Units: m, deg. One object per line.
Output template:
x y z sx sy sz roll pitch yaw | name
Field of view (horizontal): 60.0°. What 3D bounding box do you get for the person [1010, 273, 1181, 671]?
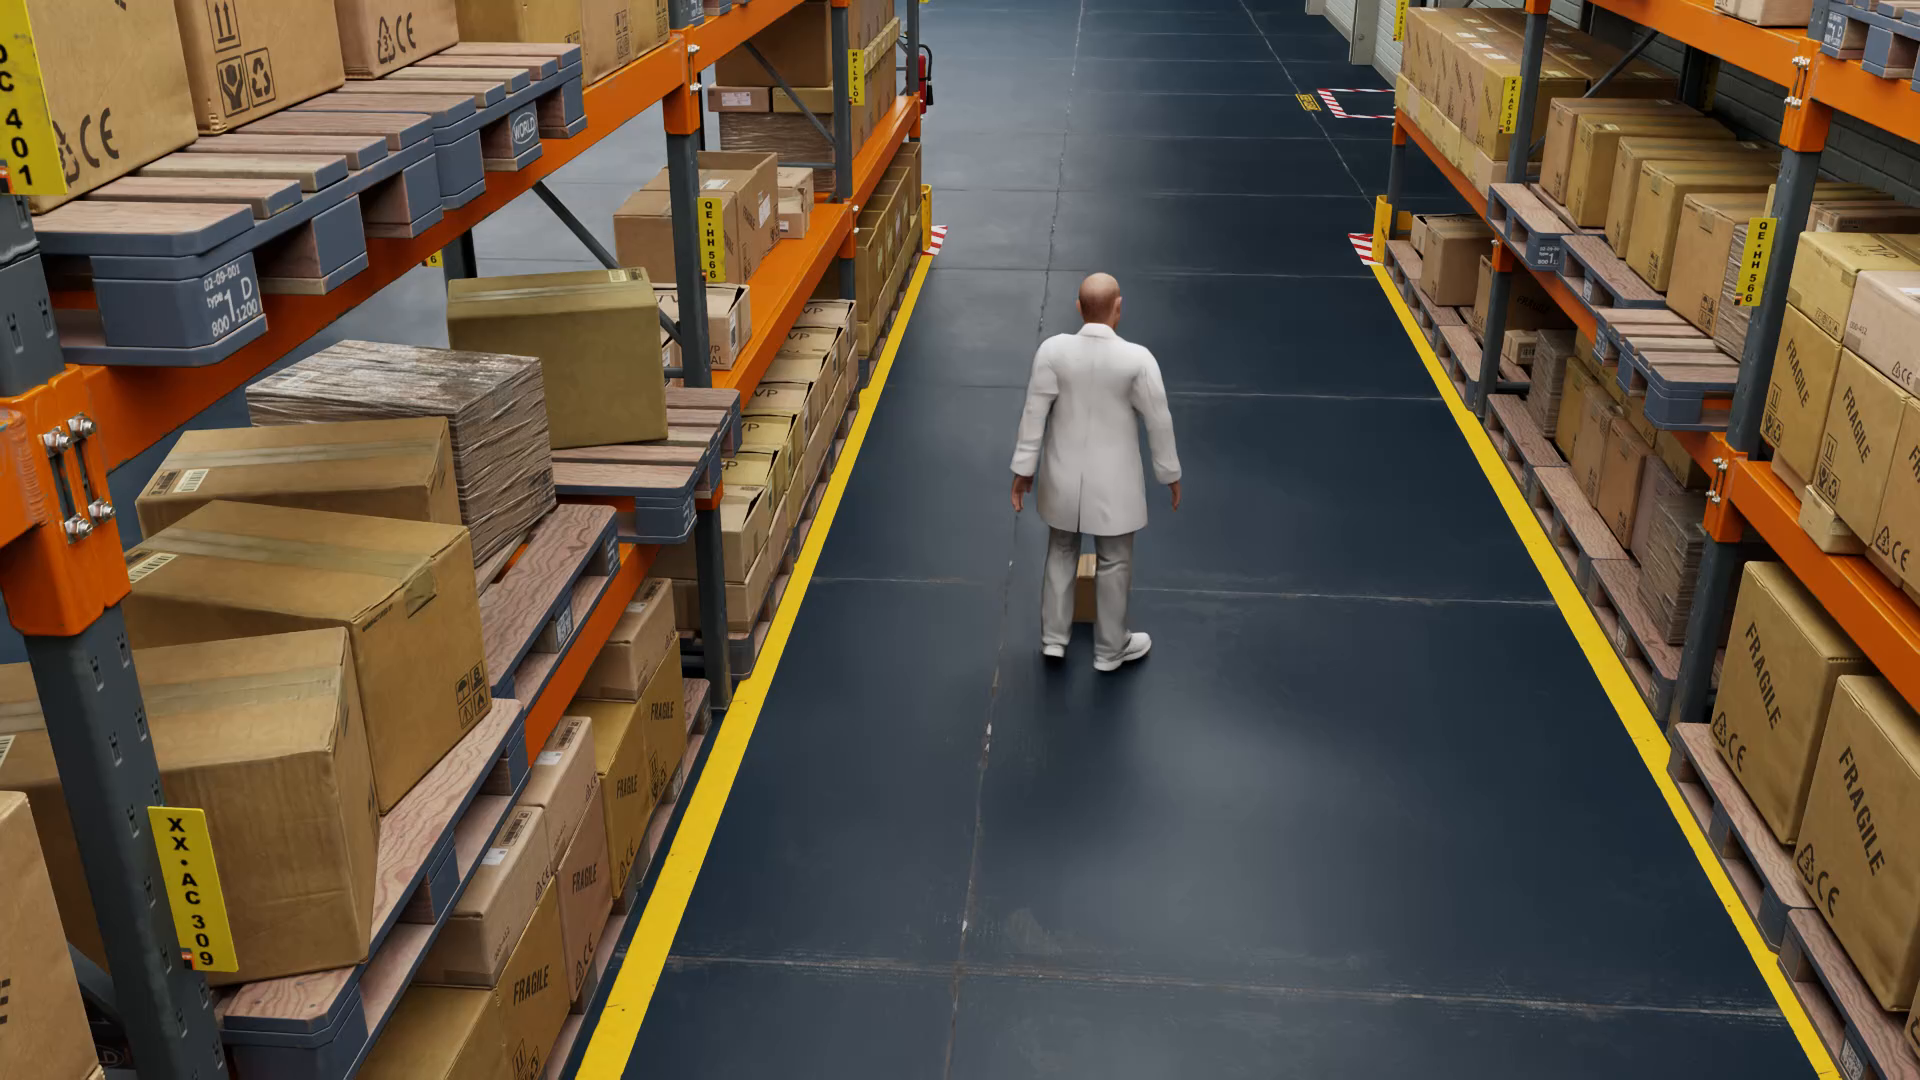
0.601 -0.251 7.191 0.710 1.823 0.418 8 26 18 | person
